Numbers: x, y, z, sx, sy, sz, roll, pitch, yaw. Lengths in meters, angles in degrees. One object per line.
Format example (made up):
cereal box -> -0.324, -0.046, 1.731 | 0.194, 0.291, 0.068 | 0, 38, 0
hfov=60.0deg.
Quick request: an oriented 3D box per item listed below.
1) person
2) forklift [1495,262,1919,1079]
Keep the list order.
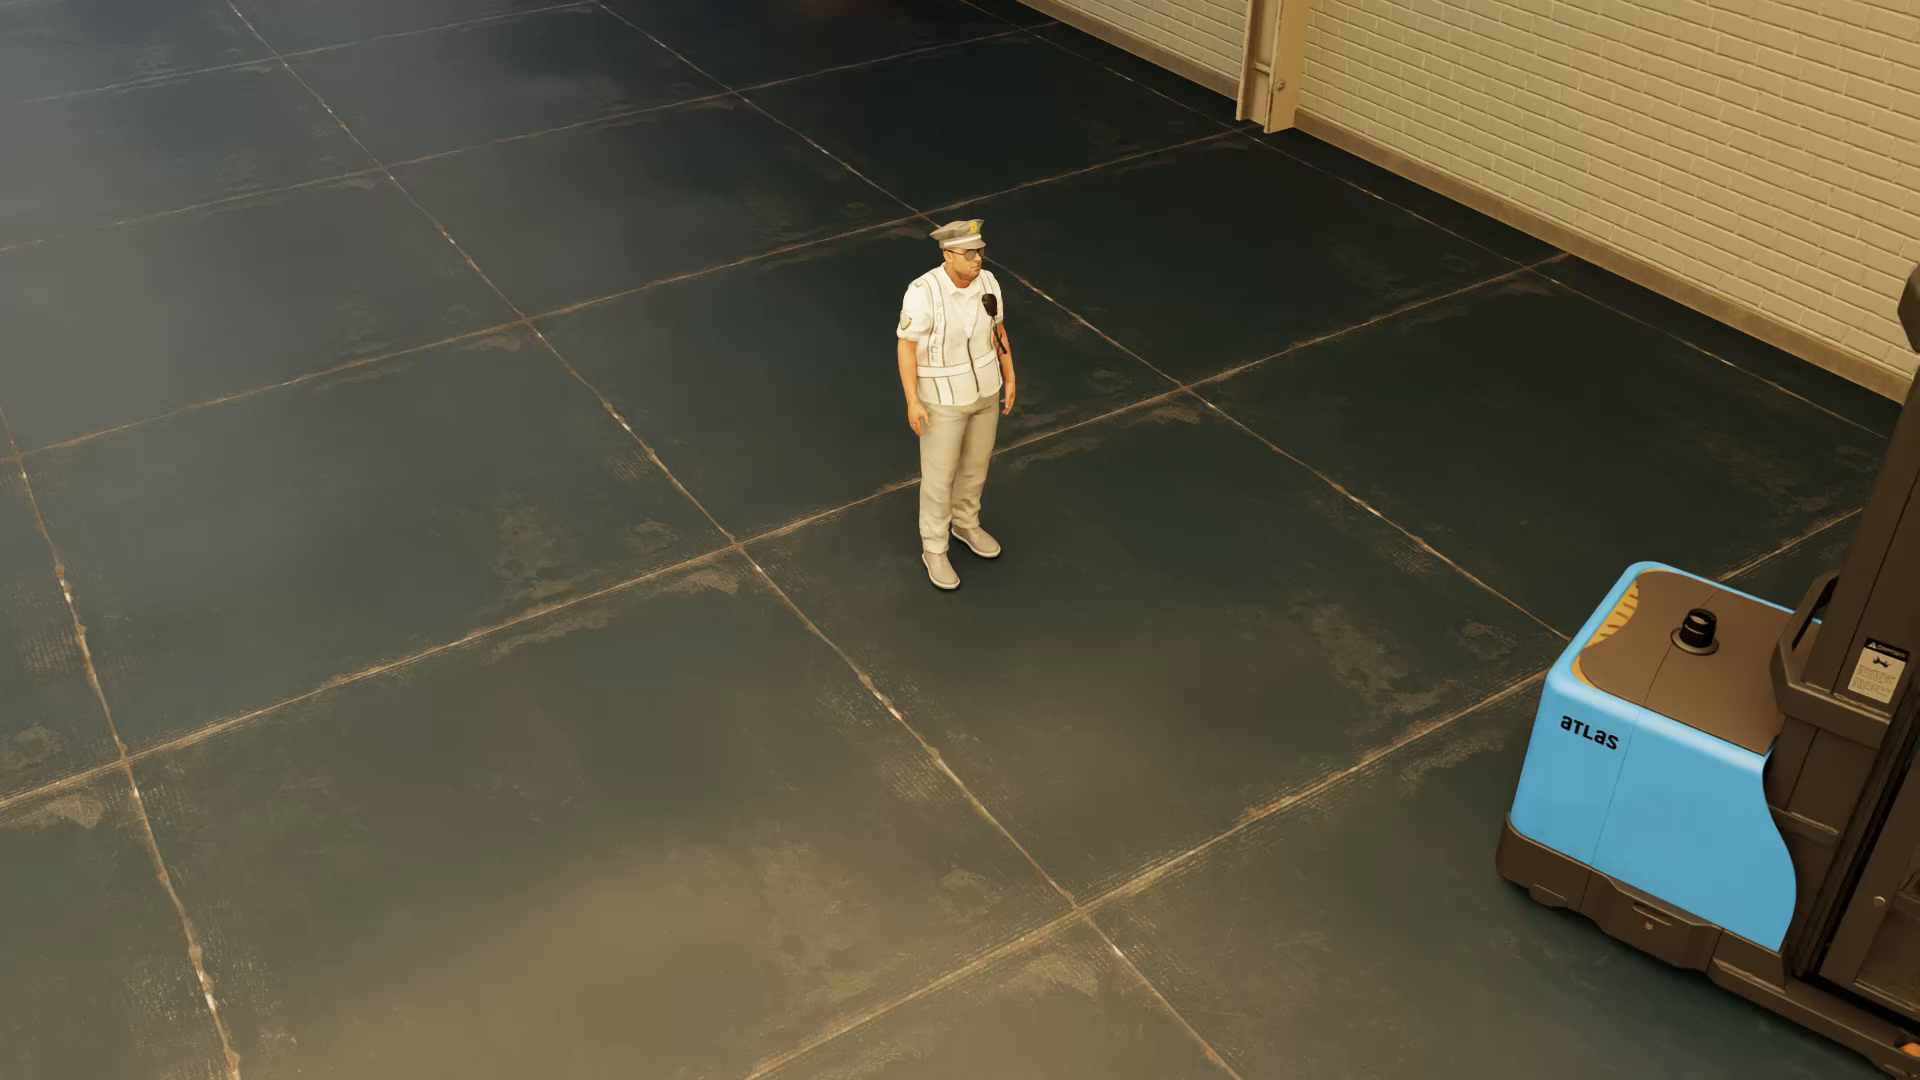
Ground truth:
person -> 0.032, -0.694, 8.122 | 0.640, 1.781, 0.575 | -21, 40, -27
forklift -> 3.635, 0.479, 5.466 | 3.031, 2.935, 1.130 | 24, 42, 30
